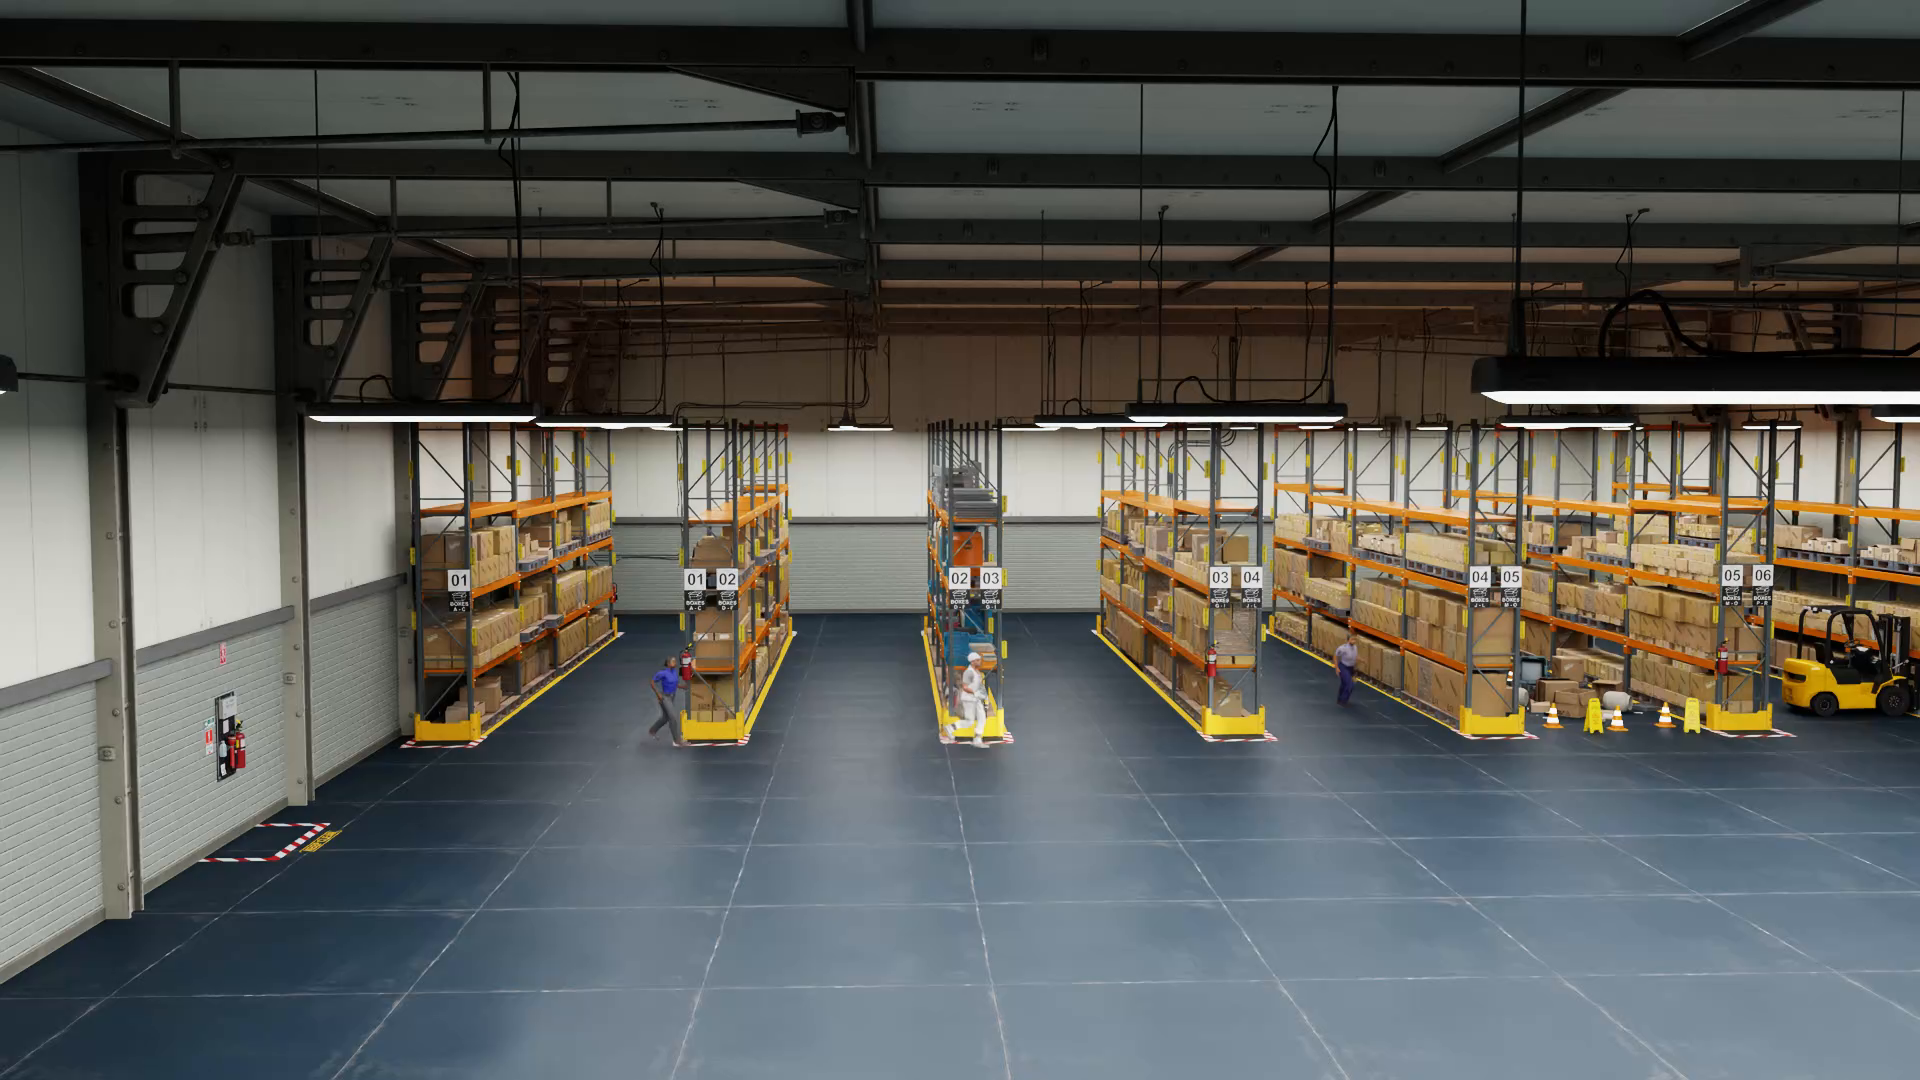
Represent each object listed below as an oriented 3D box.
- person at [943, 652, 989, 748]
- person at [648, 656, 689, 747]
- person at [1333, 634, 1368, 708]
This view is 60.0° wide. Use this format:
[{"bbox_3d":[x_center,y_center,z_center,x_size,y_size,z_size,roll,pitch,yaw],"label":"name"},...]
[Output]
[{"bbox_3d":[0.131,2.909,30.273,0.864,1.747,0.636,1,4,19],"label":"person"},{"bbox_3d":[-5.365,2.932,30.393,0.973,1.639,0.595,2,4,24],"label":"person"},{"bbox_3d":[8.148,2.748,34.817,0.791,1.622,0.649,3,5,42],"label":"person"}]
